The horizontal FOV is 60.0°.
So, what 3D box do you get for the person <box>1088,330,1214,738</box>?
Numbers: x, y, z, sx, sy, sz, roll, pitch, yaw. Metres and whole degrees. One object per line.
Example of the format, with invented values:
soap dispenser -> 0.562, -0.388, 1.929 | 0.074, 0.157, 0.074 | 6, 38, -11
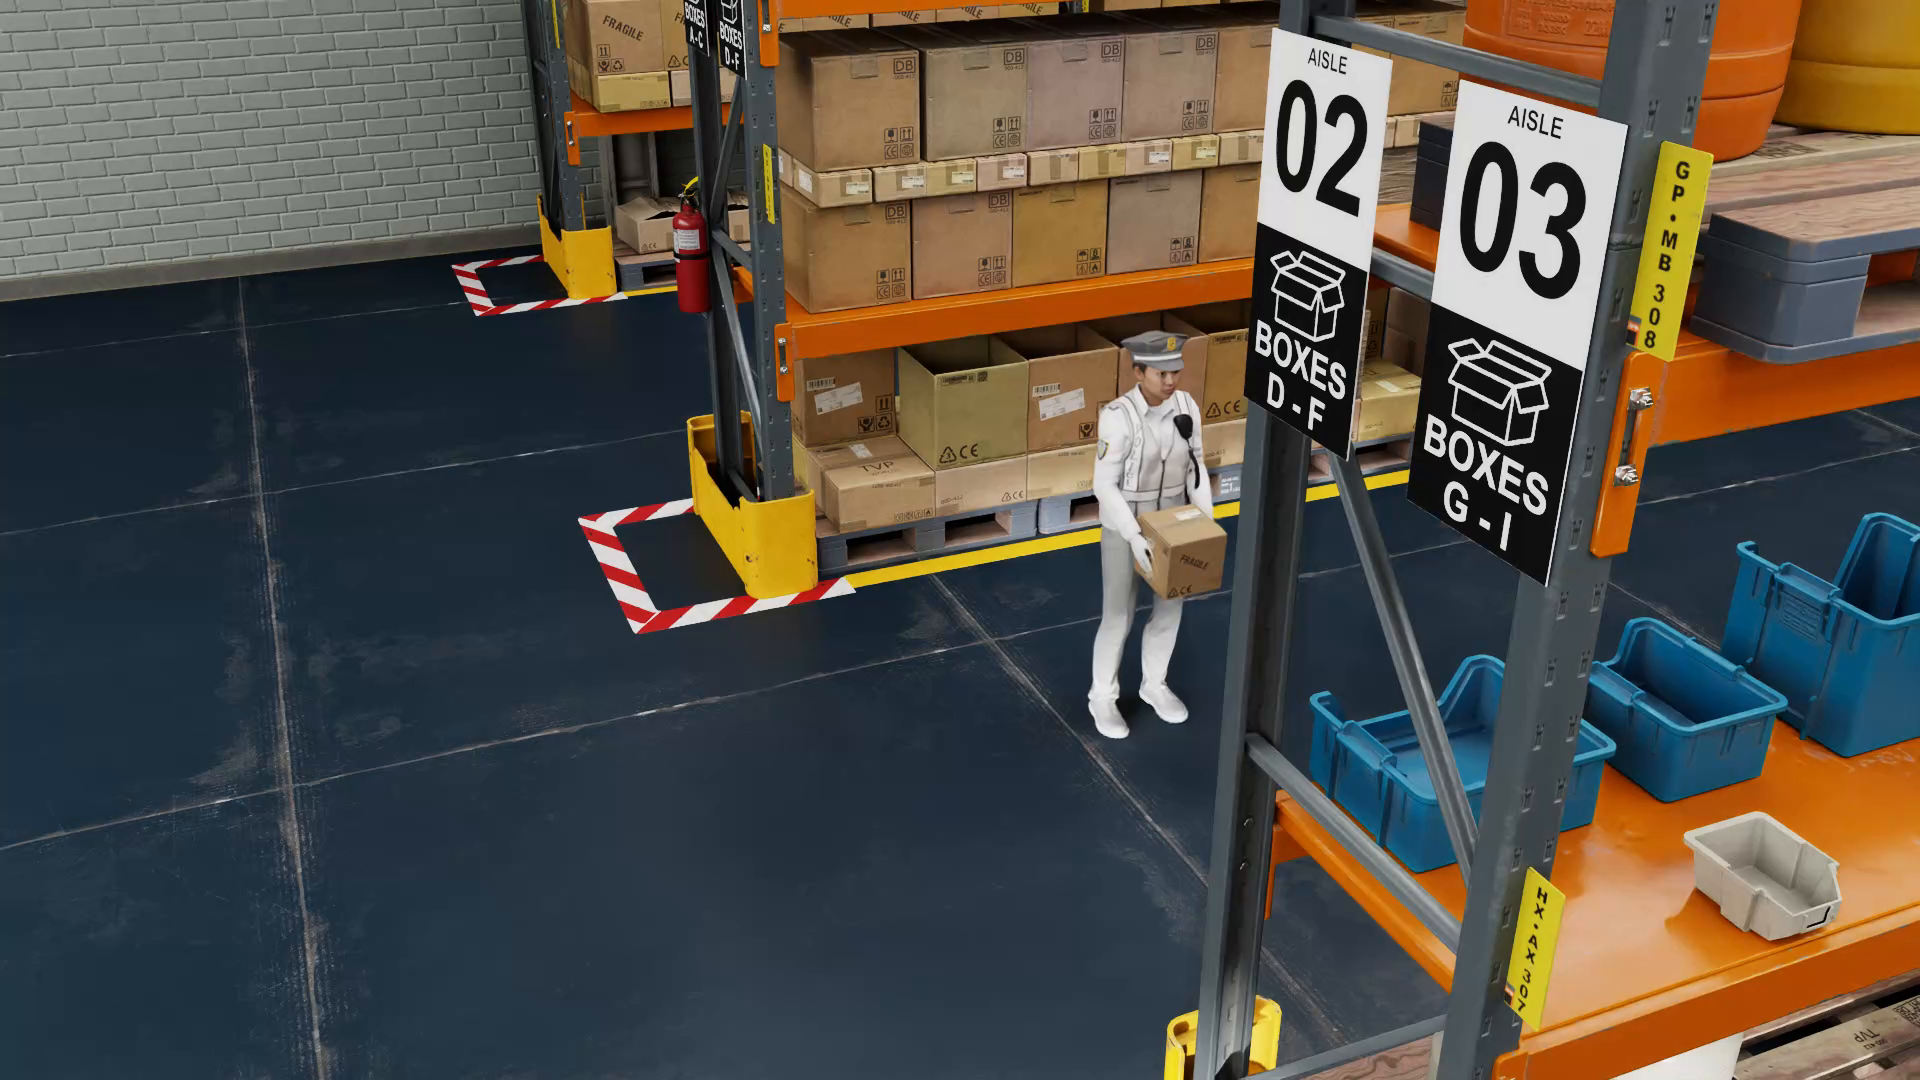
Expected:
person -> 0.771, -0.019, 6.619 | 0.495, 1.688, 0.451 | -11, 28, -21
